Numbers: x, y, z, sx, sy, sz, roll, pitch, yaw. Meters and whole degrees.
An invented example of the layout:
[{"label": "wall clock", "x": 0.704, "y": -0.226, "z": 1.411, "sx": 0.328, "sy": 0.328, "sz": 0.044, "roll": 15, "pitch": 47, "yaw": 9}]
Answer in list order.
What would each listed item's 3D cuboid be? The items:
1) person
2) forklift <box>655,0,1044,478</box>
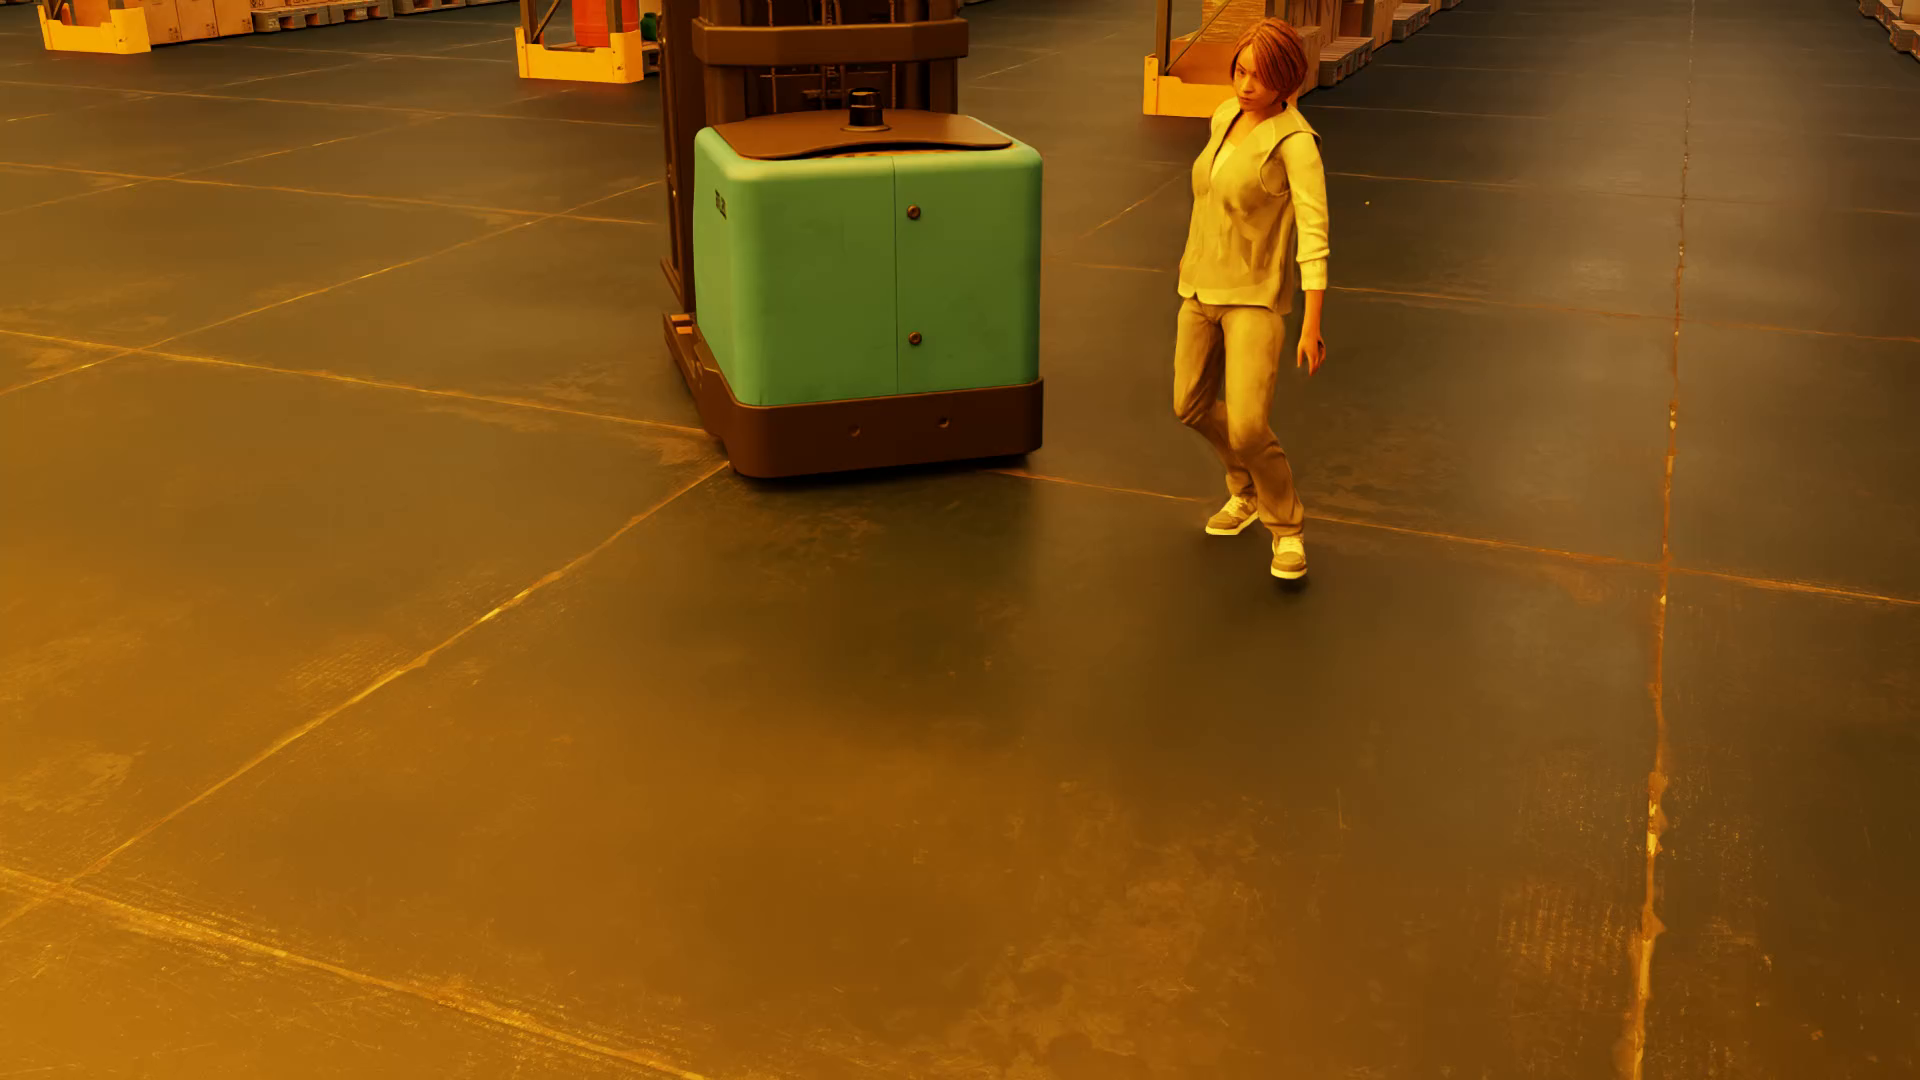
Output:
[{"label": "person", "x": 0.844, "y": -0.692, "z": 4.757, "sx": 0.450, "sy": 1.550, "sz": 0.747, "roll": -10, "pitch": 25, "yaw": -23}, {"label": "forklift", "x": -0.614, "y": -2.093, "z": 6.299, "sx": 1.130, "sy": 2.935, "sz": 3.031, "roll": -6, "pitch": 23, "yaw": -15}]
